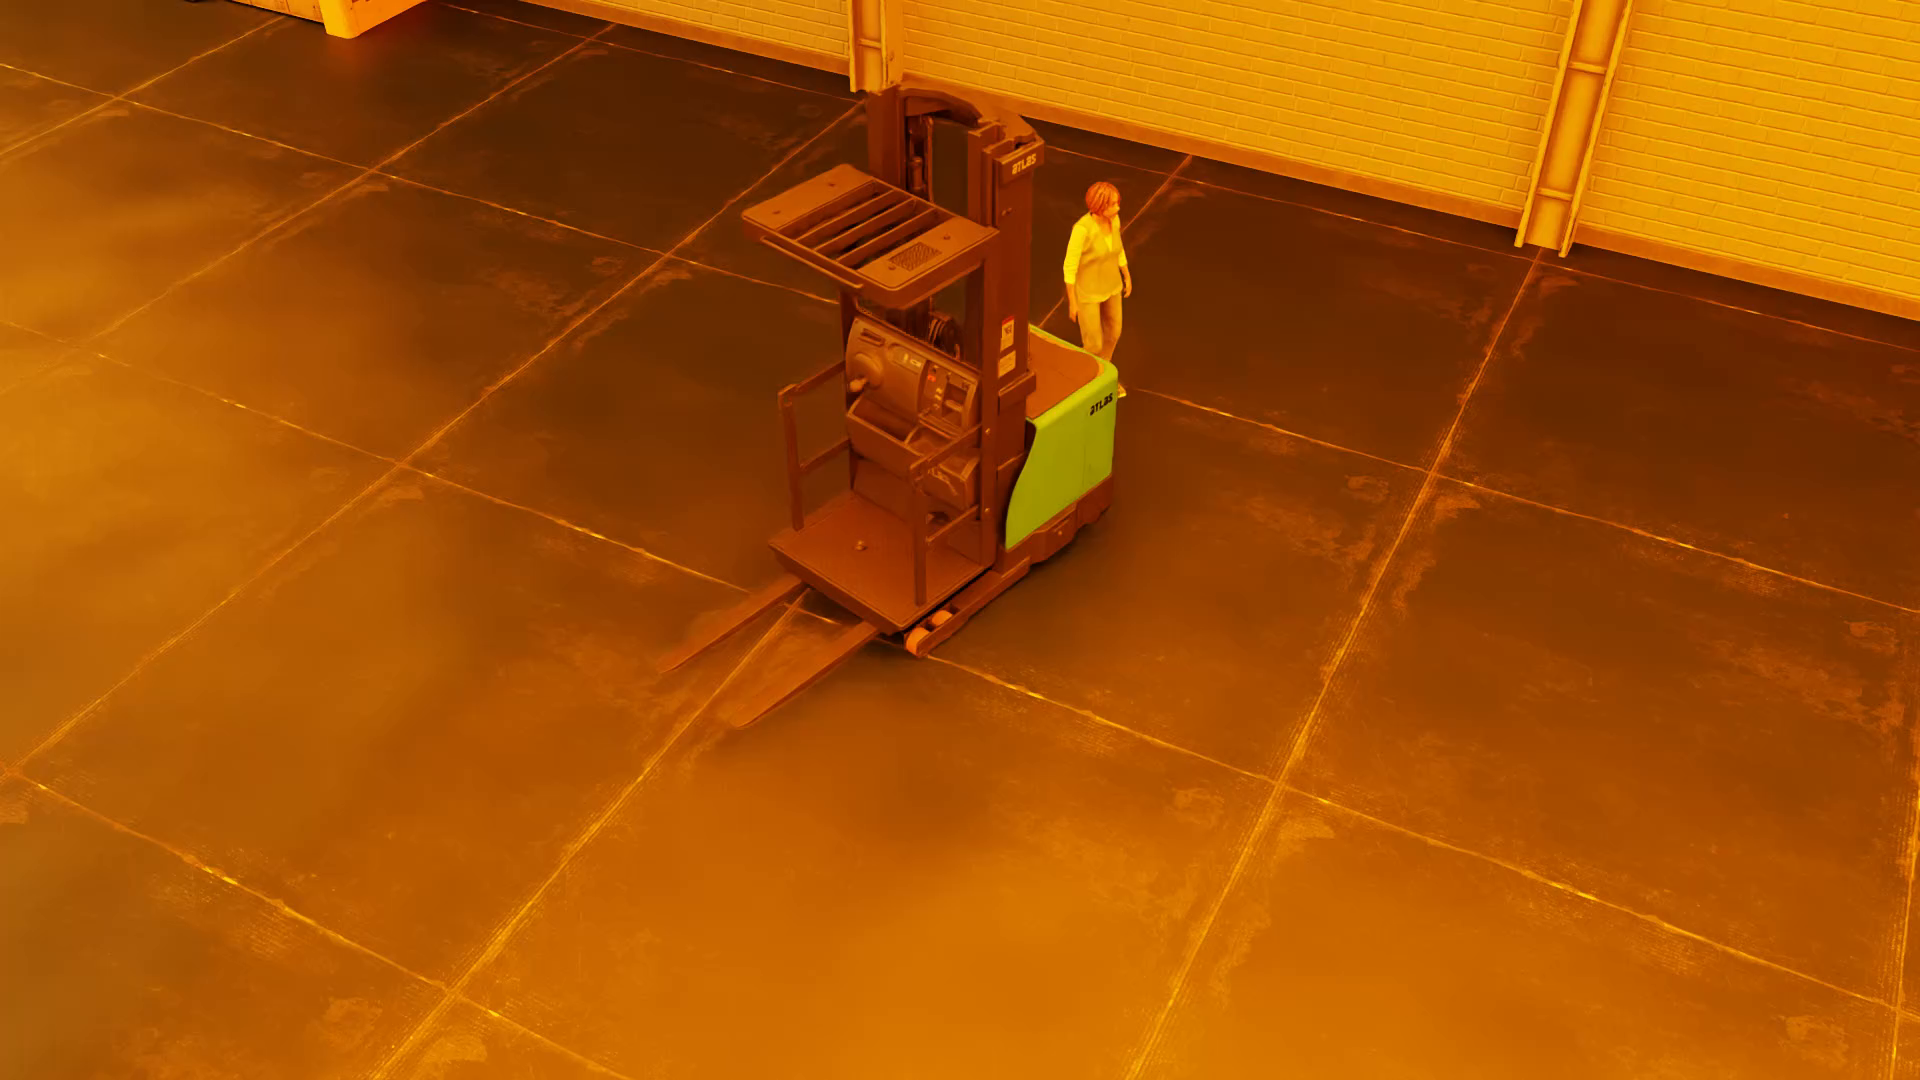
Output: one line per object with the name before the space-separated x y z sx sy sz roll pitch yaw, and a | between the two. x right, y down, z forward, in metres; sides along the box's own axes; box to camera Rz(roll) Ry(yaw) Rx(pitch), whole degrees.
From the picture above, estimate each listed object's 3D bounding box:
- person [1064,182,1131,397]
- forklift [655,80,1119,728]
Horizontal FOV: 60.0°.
person | 0.933 -1.603 10.926 0.538 1.598 0.390 -33 50 -33
forklift | -0.408 -0.829 8.970 1.130 2.935 3.031 30 49 31
